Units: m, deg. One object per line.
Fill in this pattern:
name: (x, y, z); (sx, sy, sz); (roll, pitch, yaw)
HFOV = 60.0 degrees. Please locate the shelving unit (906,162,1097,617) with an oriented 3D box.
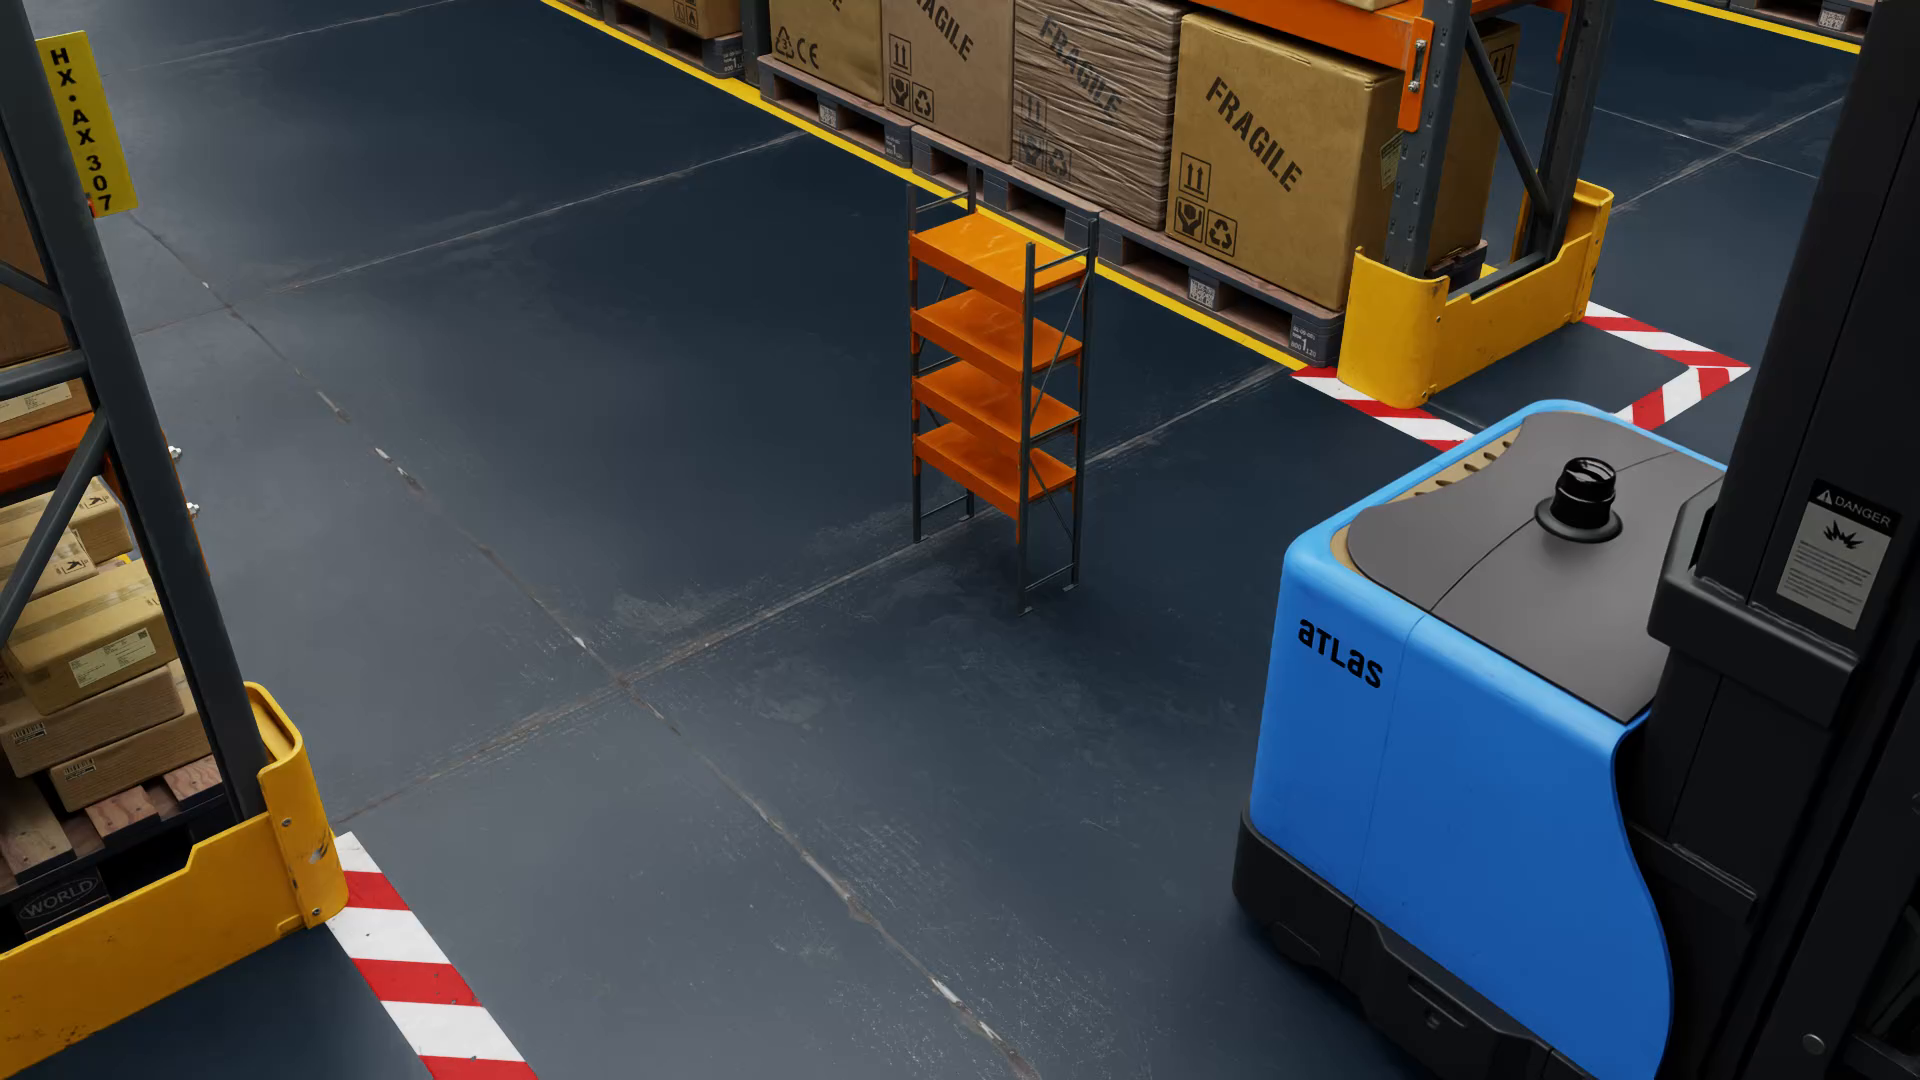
shelving unit: (0.107, -0.417, 4.800); (0.258, 1.200, 0.503); (-26, 43, -32)

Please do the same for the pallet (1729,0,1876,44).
pallet: (5.176, -3.064, 9.394); (1.003, 0.211, 1.213); (-26, 43, -32)

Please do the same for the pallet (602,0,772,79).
pallet: (-1.242, -2.917, 9.186); (1.003, 0.211, 1.213); (-26, 43, -32)

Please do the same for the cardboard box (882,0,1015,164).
cardboard box: (0.259, -2.328, 7.416); (0.875, 0.875, 0.875); (-26, 43, -32)

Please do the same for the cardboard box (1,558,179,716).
cardboard box: (-2.038, 0.220, 3.932); (0.380, 0.149, 0.250); (-28, 44, -34)

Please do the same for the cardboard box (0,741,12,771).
cardboard box: (-2.285, 0.386, 4.214); (0.380, 0.149, 0.250); (-26, 43, -32)

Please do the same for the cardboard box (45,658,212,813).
cardboard box: (-2.053, 0.471, 4.094); (0.380, 0.149, 0.250); (-25, 42, -31)

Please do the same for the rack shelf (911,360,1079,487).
rack shelf: (0.107, -0.362, 4.839); (0.258, 0.148, 0.480); (-26, 43, -32)

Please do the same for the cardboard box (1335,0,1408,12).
cardboard box: (1.413, -1.908, 5.566); (0.380, 0.149, 0.250); (-25, 42, -31)

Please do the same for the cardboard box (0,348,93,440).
cardboard box: (-1.918, -0.333, 3.343); (0.380, 0.149, 0.250); (-26, 43, -32)

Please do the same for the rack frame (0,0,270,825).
rack frame: (-1.959, -0.171, 2.896); (1.000, 3.000, 0.127); (-26, 43, -32)

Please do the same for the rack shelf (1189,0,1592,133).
rack shelf: (0.604, -2.565, 6.900); (1.077, 0.370, 4.000); (-26, 43, -32)

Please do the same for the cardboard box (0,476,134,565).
cardboard box: (-2.373, -0.015, 4.265); (0.380, 0.149, 0.250); (-26, 43, -32)

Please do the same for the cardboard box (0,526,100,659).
cardboard box: (-2.308, 0.144, 4.040); (0.380, 0.149, 0.250); (-25, 42, -31)

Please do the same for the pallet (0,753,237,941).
pallet: (-2.506, 0.562, 4.274); (1.003, 0.211, 1.213); (-26, 43, -32)

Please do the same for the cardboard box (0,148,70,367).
cardboard box: (-2.038, -0.634, 3.206); (0.500, 0.500, 0.500); (-24, 42, -30)

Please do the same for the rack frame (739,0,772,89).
rack frame: (-0.687, -3.742, 7.938); (1.000, 3.000, 0.127); (-26, 43, -32)

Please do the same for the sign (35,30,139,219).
sign: (-1.545, -0.726, 2.931); (0.100, 0.325, 0.005); (-26, 43, -32)

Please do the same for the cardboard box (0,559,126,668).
cardboard box: (-2.235, 0.231, 4.175); (0.380, 0.149, 0.250); (-26, 43, -32)

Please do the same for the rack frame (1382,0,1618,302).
rack frame: (1.895, -1.976, 5.445); (1.000, 3.000, 0.127); (-26, 43, -32)

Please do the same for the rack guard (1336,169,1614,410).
rack guard: (1.910, -0.945, 6.152); (1.175, 0.500, 0.348); (-26, 43, -32)

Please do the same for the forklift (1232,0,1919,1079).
forklift: (1.983, 0.157, 2.493); (1.130, 2.935, 3.031); (-26, 43, -32)

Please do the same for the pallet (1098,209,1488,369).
pallet: (1.319, -1.162, 6.708); (1.003, 0.211, 1.213); (-26, 43, -32)

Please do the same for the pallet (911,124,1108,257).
pallet: (0.536, -1.700, 7.468); (1.003, 0.211, 1.213); (-26, 43, -32)

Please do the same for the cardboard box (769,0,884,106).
cardboard box: (-0.322, -2.725, 7.978); (0.875, 0.875, 0.875); (-26, 43, -32)

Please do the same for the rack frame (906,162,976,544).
rack frame: (-0.051, -0.524, 4.952); (0.240, 1.200, 0.015); (-26, 43, -32)

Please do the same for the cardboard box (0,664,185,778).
cardboard box: (-2.101, 0.373, 3.974); (0.380, 0.149, 0.250); (-24, 42, -30)

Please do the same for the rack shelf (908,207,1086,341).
rack shelf: (0.107, -0.737, 4.573); (0.258, 0.148, 0.480); (-26, 43, -32)

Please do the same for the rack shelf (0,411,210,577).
rack shelf: (-3.250, -0.760, 4.350); (1.077, 0.370, 4.000); (-26, 43, -32)

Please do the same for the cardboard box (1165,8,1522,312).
cardboard box: (1.421, -1.533, 6.294); (0.875, 0.875, 0.875); (-26, 43, -32)

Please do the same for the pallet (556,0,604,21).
pallet: (-2.034, -3.456, 9.947); (1.003, 0.211, 1.213); (-26, 43, -32)

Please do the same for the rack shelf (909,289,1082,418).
rack shelf: (0.107, -0.544, 4.710); (0.258, 0.148, 0.480); (-26, 43, -32)

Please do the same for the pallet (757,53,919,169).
pallet: (-0.256, -2.239, 8.229); (1.003, 0.211, 1.213); (-26, 43, -32)

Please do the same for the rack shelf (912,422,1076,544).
rack shelf: (0.107, -0.200, 4.954); (0.258, 0.148, 0.480); (-26, 43, -32)

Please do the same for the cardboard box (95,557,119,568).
cardboard box: (-2.531, 0.125, 4.582); (0.380, 0.149, 0.250); (-25, 43, -31)

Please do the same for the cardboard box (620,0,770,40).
cardboard box: (-1.115, -3.321, 8.820); (1.225, 0.875, 0.875); (-26, 43, -32)

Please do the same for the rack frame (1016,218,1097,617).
rack frame: (0.264, -0.309, 4.648); (0.240, 1.200, 0.015); (-26, 43, -32)

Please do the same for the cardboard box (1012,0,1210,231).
cardboard box: (0.833, -1.935, 6.862); (0.875, 0.875, 0.875); (-26, 43, -32)

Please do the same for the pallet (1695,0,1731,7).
pallet: (4.393, -3.602, 10.154); (1.003, 0.211, 1.213); (-26, 43, -32)

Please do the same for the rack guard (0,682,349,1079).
rack guard: (-2.008, 0.816, 3.666); (1.175, 0.500, 0.348); (-26, 43, -32)
